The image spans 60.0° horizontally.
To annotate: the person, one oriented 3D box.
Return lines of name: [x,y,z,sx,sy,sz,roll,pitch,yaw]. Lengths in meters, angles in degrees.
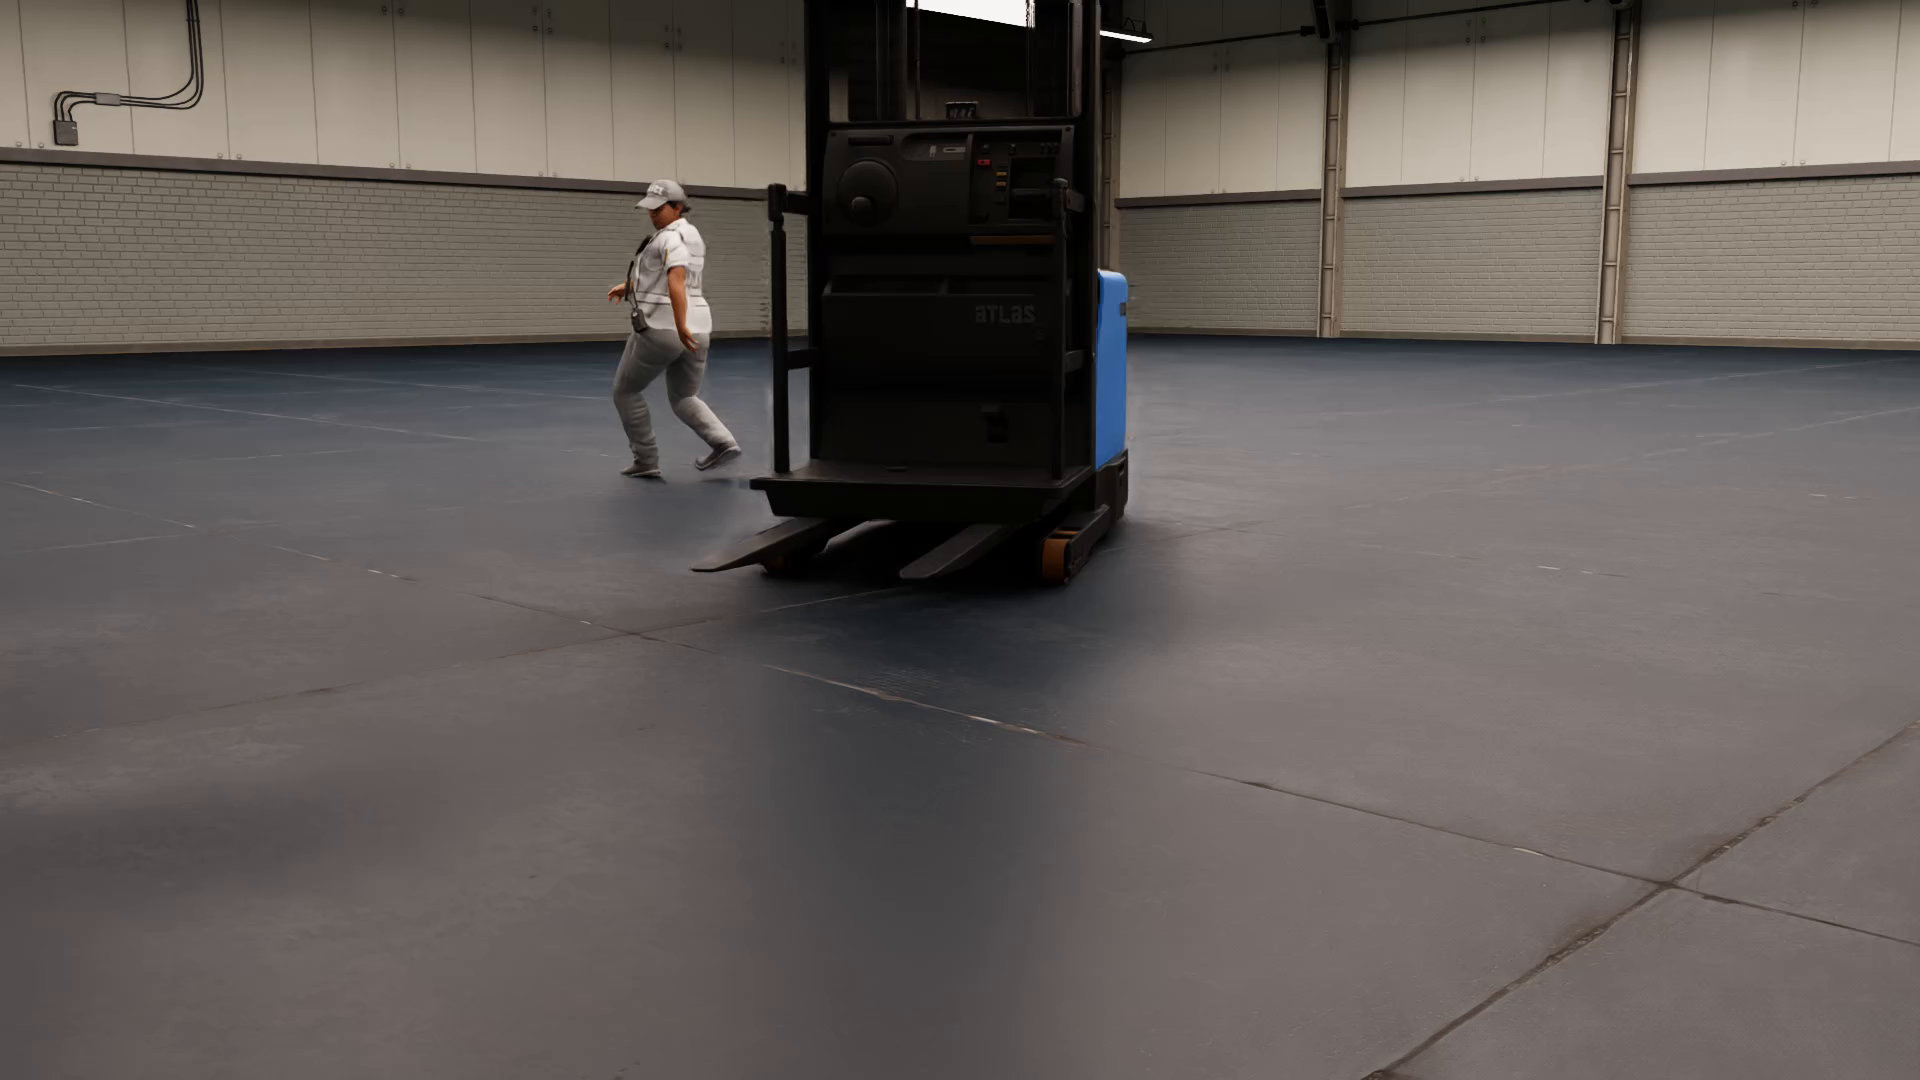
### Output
person: [-1.533,-1.103,8.815,0.776,1.588,0.533,6,10,33]

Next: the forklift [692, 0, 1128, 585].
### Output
forklift: [-0.091,-1.355,5.872,1.130,2.935,3.031,2,9,13]
